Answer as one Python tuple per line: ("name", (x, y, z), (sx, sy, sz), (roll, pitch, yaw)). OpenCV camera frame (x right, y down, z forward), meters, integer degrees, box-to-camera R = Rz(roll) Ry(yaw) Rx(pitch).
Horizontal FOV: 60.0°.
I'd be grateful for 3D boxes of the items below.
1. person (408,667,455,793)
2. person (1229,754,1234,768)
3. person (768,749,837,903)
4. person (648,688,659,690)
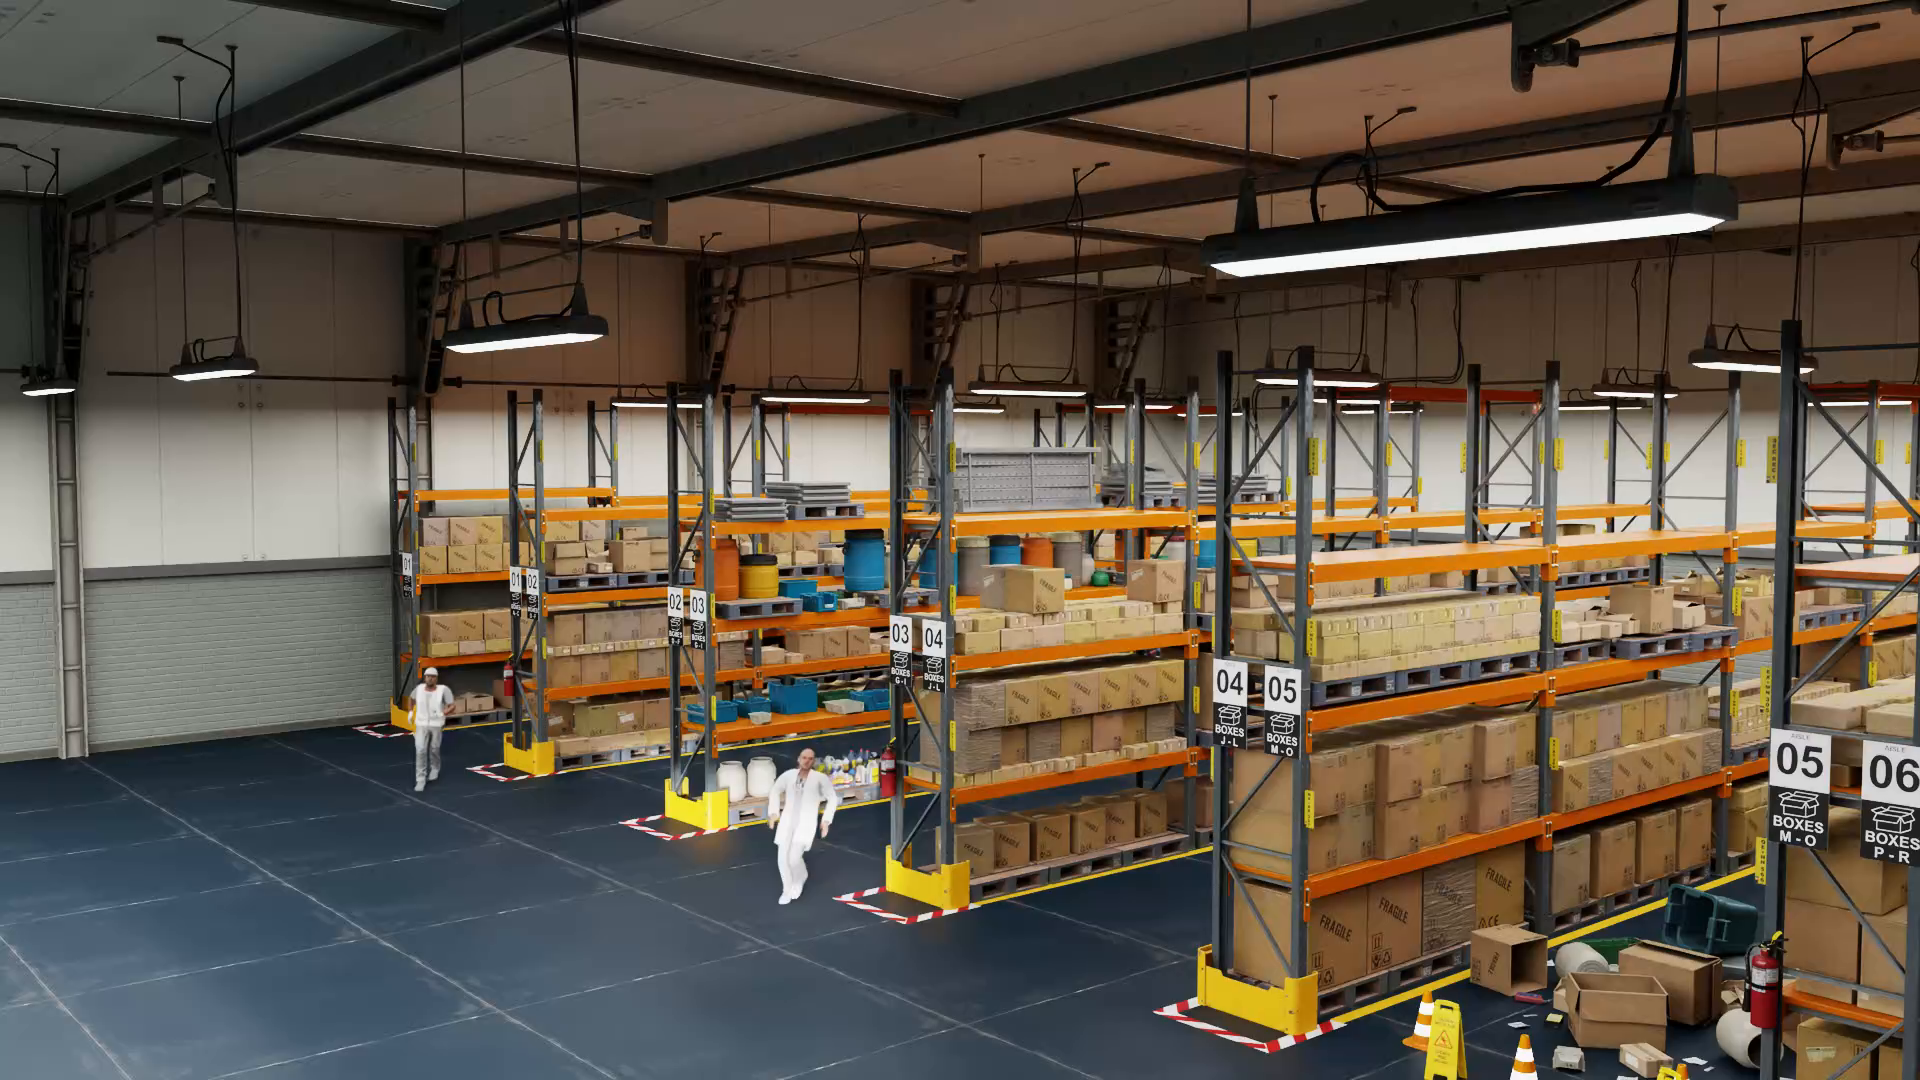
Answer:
("person", (-7.950, 2.815, 25.017), (0.695, 1.823, 0.888), (-1, 3, -10))
("person", (4.063, 2.881, 24.749), (0.732, 1.690, 0.681), (-3, 4, -38))
("person", (-1.821, 3.220, 18.697), (0.770, 1.722, 0.554), (1, 3, 17))
("person", (-5.509, 2.580, 29.873), (0.767, 1.786, 0.638), (-3, 5, -45))
